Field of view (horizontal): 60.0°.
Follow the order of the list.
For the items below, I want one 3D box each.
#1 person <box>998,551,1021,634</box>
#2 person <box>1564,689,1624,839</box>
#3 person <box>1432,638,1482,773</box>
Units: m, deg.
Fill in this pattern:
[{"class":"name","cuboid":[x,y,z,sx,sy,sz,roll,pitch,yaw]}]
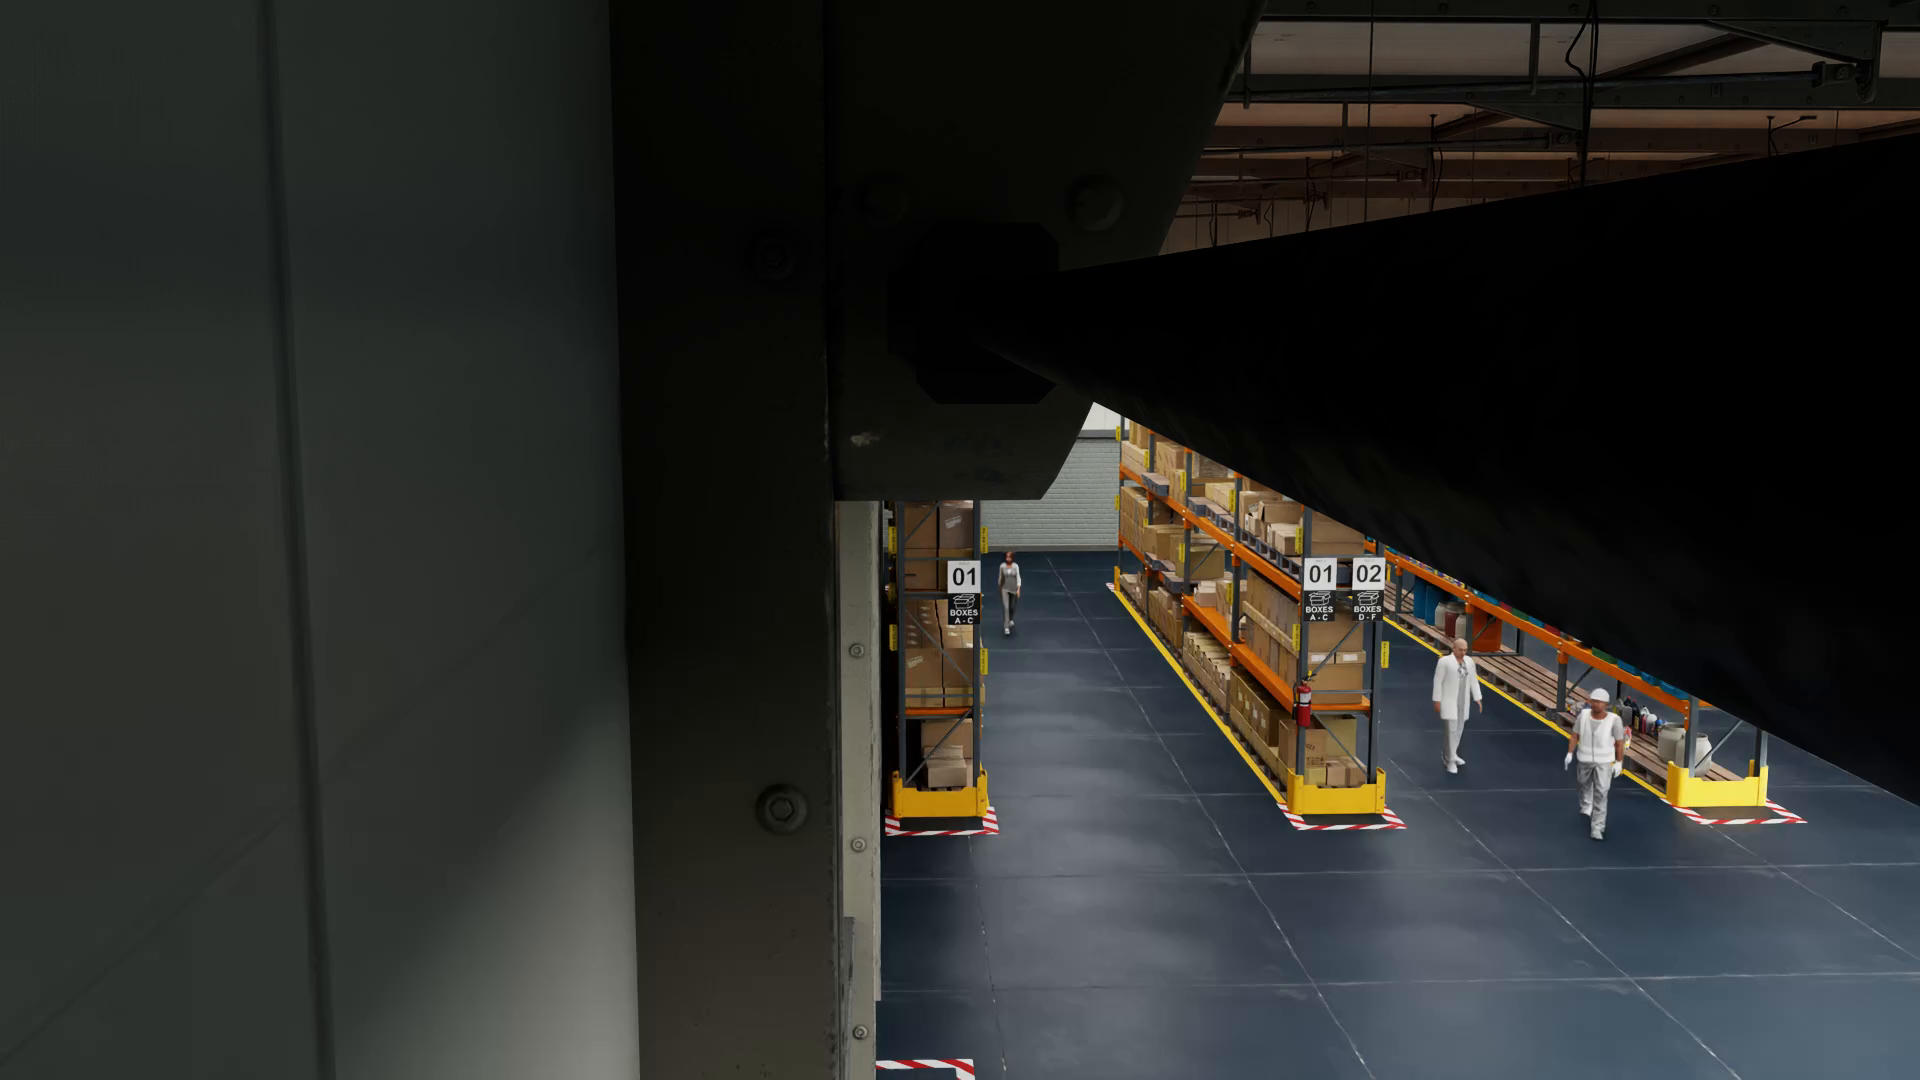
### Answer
[{"class":"person","cuboid":[0.947,0.976,31.794,0.423,1.539,0.972,0,8,-3]},{"class":"person","cuboid":[7.577,2.617,19.865,0.640,1.732,1.121,4,9,25]},{"class":"person","cuboid":[6.734,2.236,22.588,0.639,1.847,0.585,-3,9,-18]}]
